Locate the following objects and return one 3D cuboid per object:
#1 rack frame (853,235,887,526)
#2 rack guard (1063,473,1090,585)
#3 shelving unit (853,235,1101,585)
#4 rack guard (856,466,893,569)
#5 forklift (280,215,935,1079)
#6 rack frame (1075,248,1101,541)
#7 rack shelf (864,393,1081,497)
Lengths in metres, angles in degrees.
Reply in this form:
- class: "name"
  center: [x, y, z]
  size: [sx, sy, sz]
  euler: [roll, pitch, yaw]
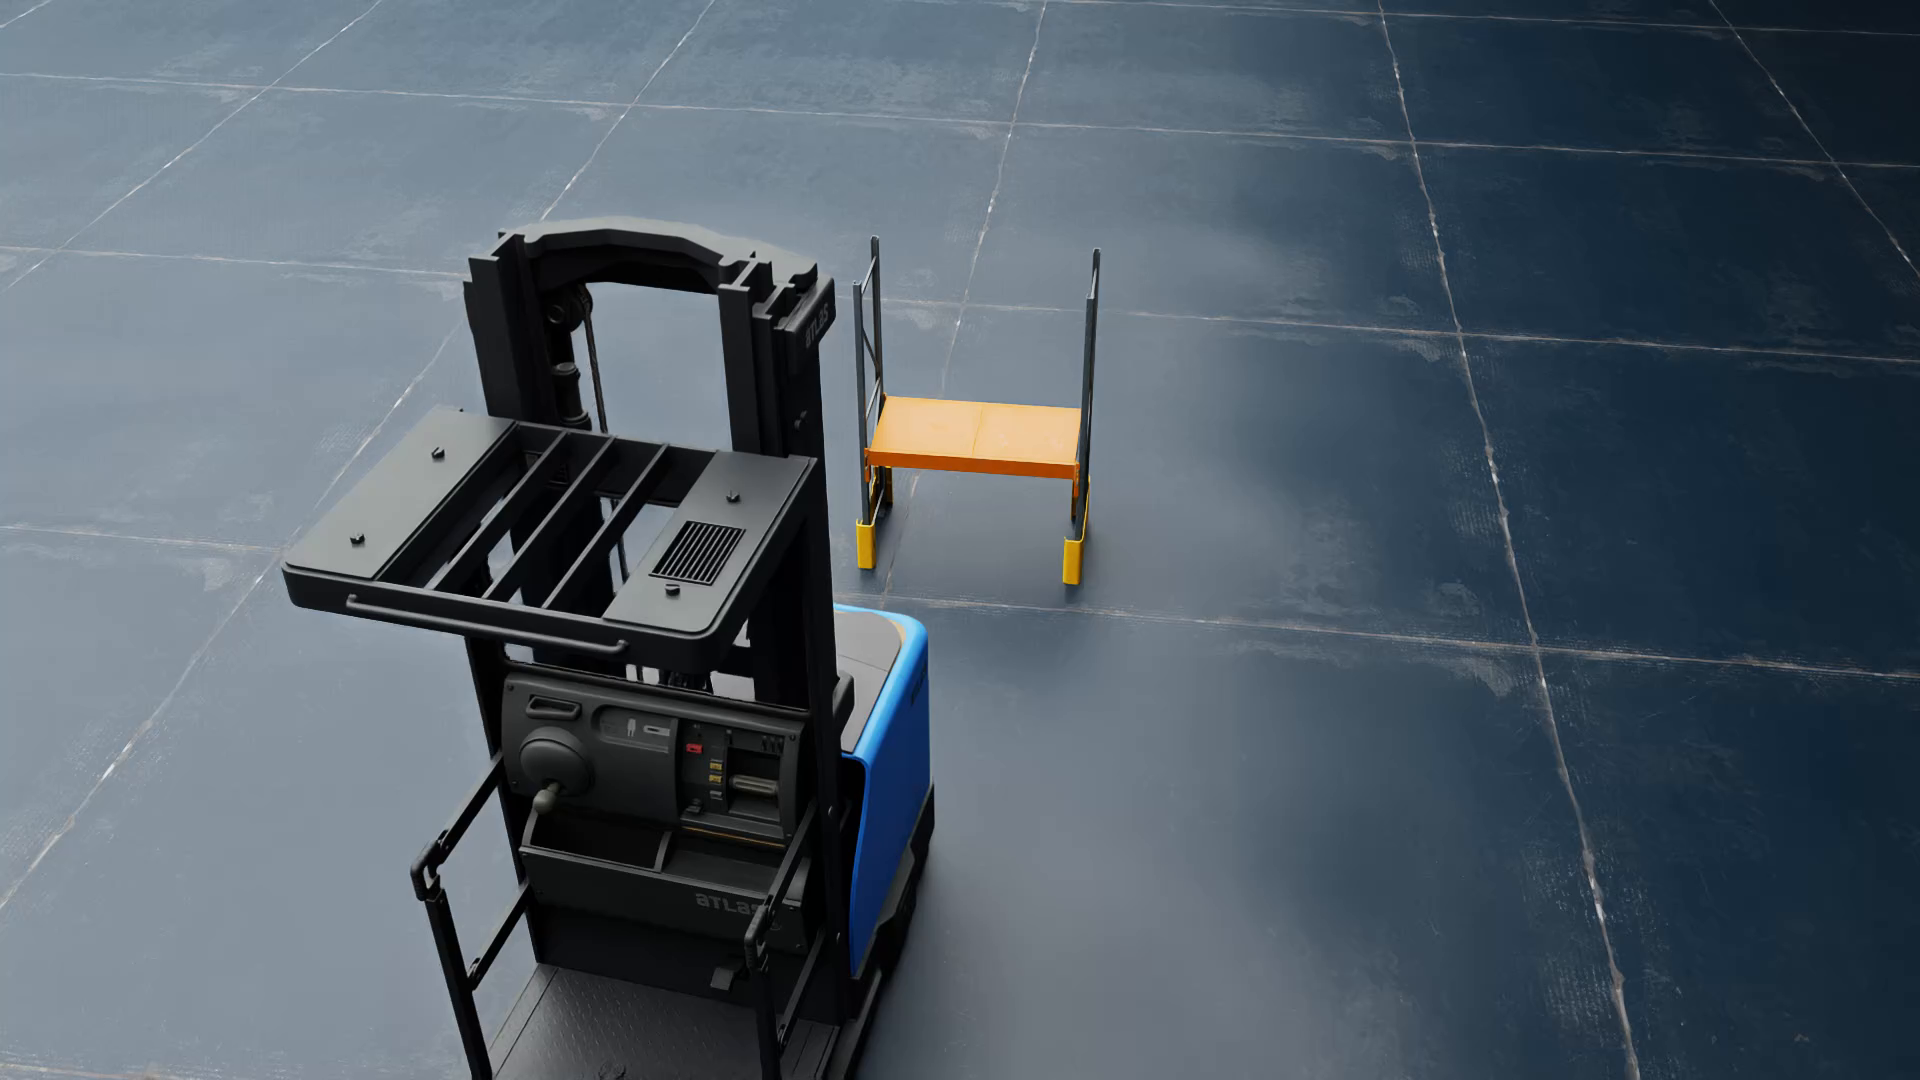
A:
- class: "rack frame"
  center: [-0.420, -0.642, 7.858]
  size: [0.032, 1.500, 0.500]
  euler: [4, 36, 6]
- class: "rack guard"
  center: [0.570, -0.059, 8.118]
  size: [0.087, 0.250, 0.587]
  euler: [4, 36, 6]
- class: "shelving unit"
  center: [0.076, -0.605, 7.806]
  size: [1.083, 1.500, 0.587]
  euler: [4, 36, 6]
- class: "rack guard"
  center: [-0.418, -0.133, 8.221]
  size: [0.087, 0.250, 0.587]
  euler: [4, 36, 6]
- class: "forklift"
  center: [-0.963, 0.720, 4.719]
  size: [1.130, 2.935, 3.031]
  euler: [8, 36, 12]
- class: "rack frame"
  center: [0.589, -0.567, 7.753]
  size: [0.032, 1.500, 0.500]
  euler: [4, 36, 6]
- class: "rack shelf"
  center: [0.085, -0.458, 7.910]
  size: [1.000, 0.185, 0.538]
  euler: [4, 36, 6]
